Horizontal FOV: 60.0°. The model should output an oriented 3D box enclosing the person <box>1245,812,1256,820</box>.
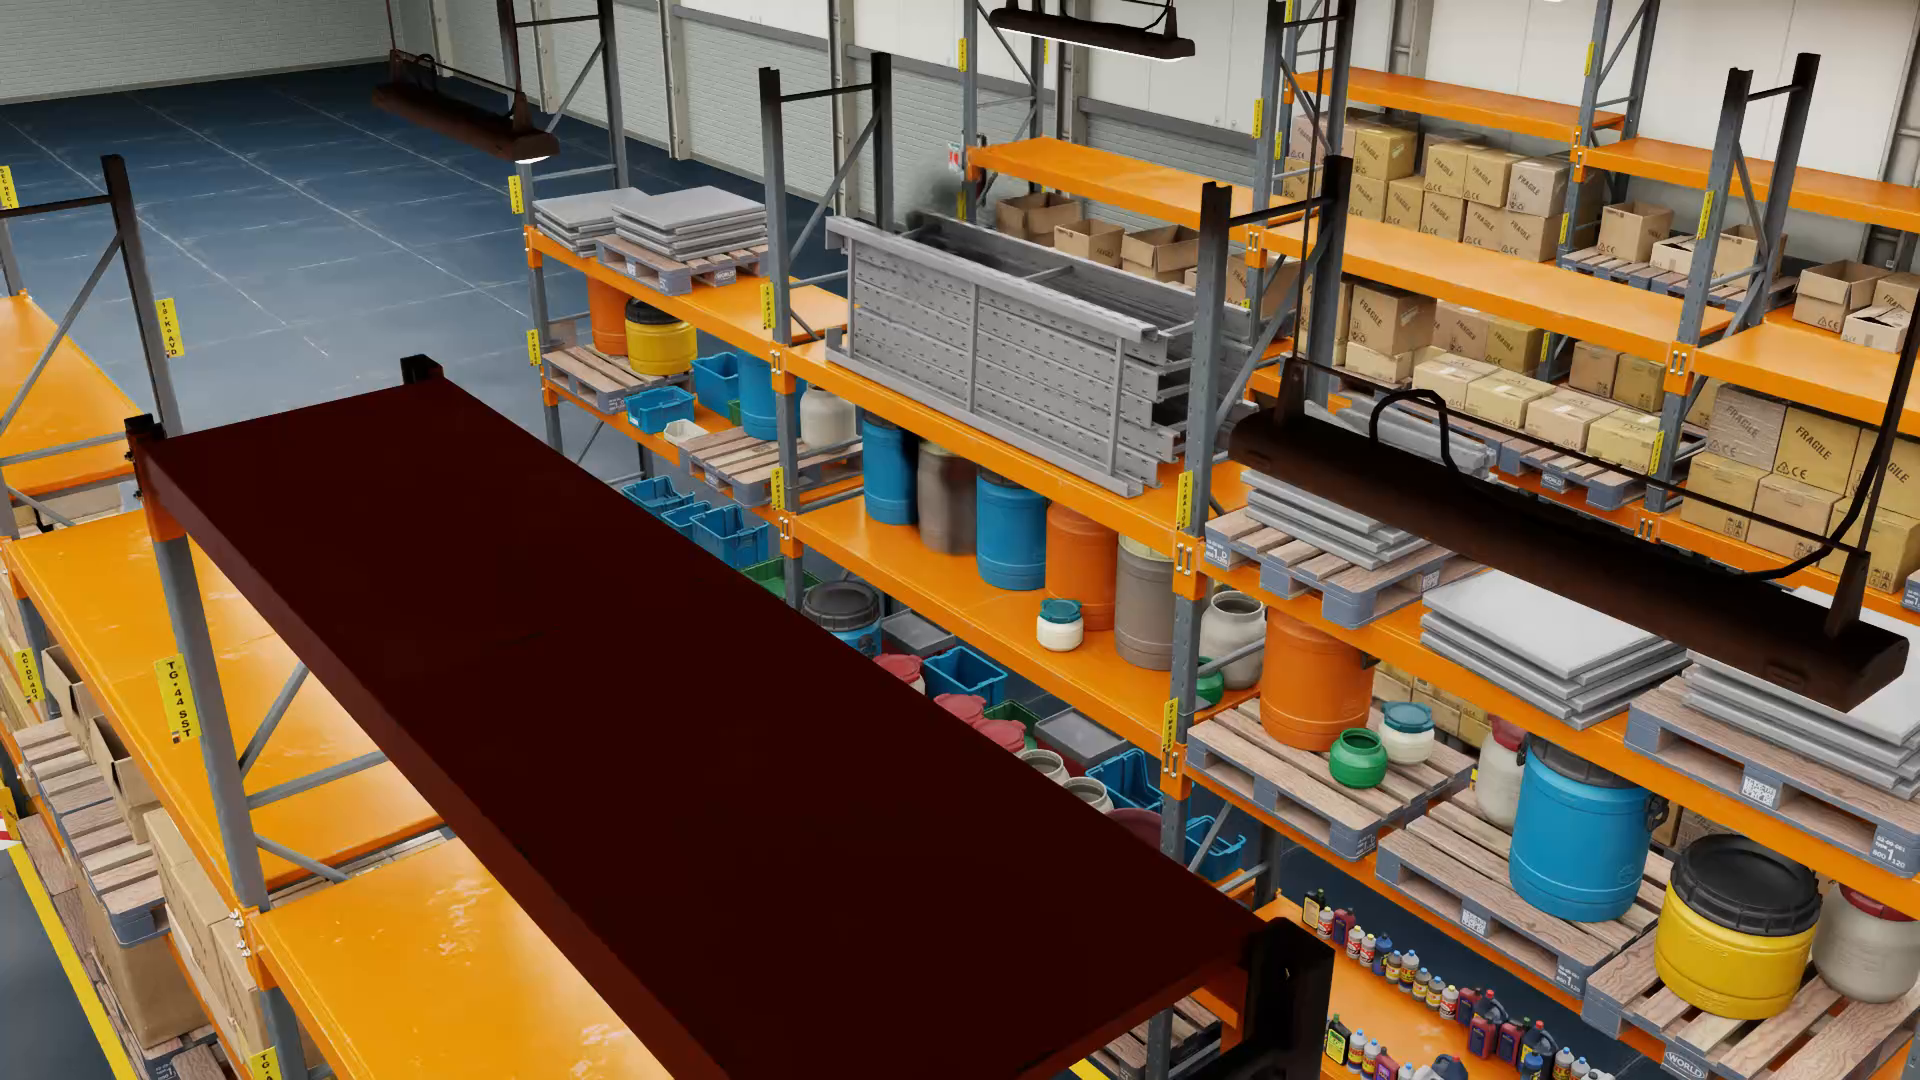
[{"bbox_3d":[2.546,1.396,12.736,0.640,1.894,0.729,-23,34,-39],"label":"person"}]
